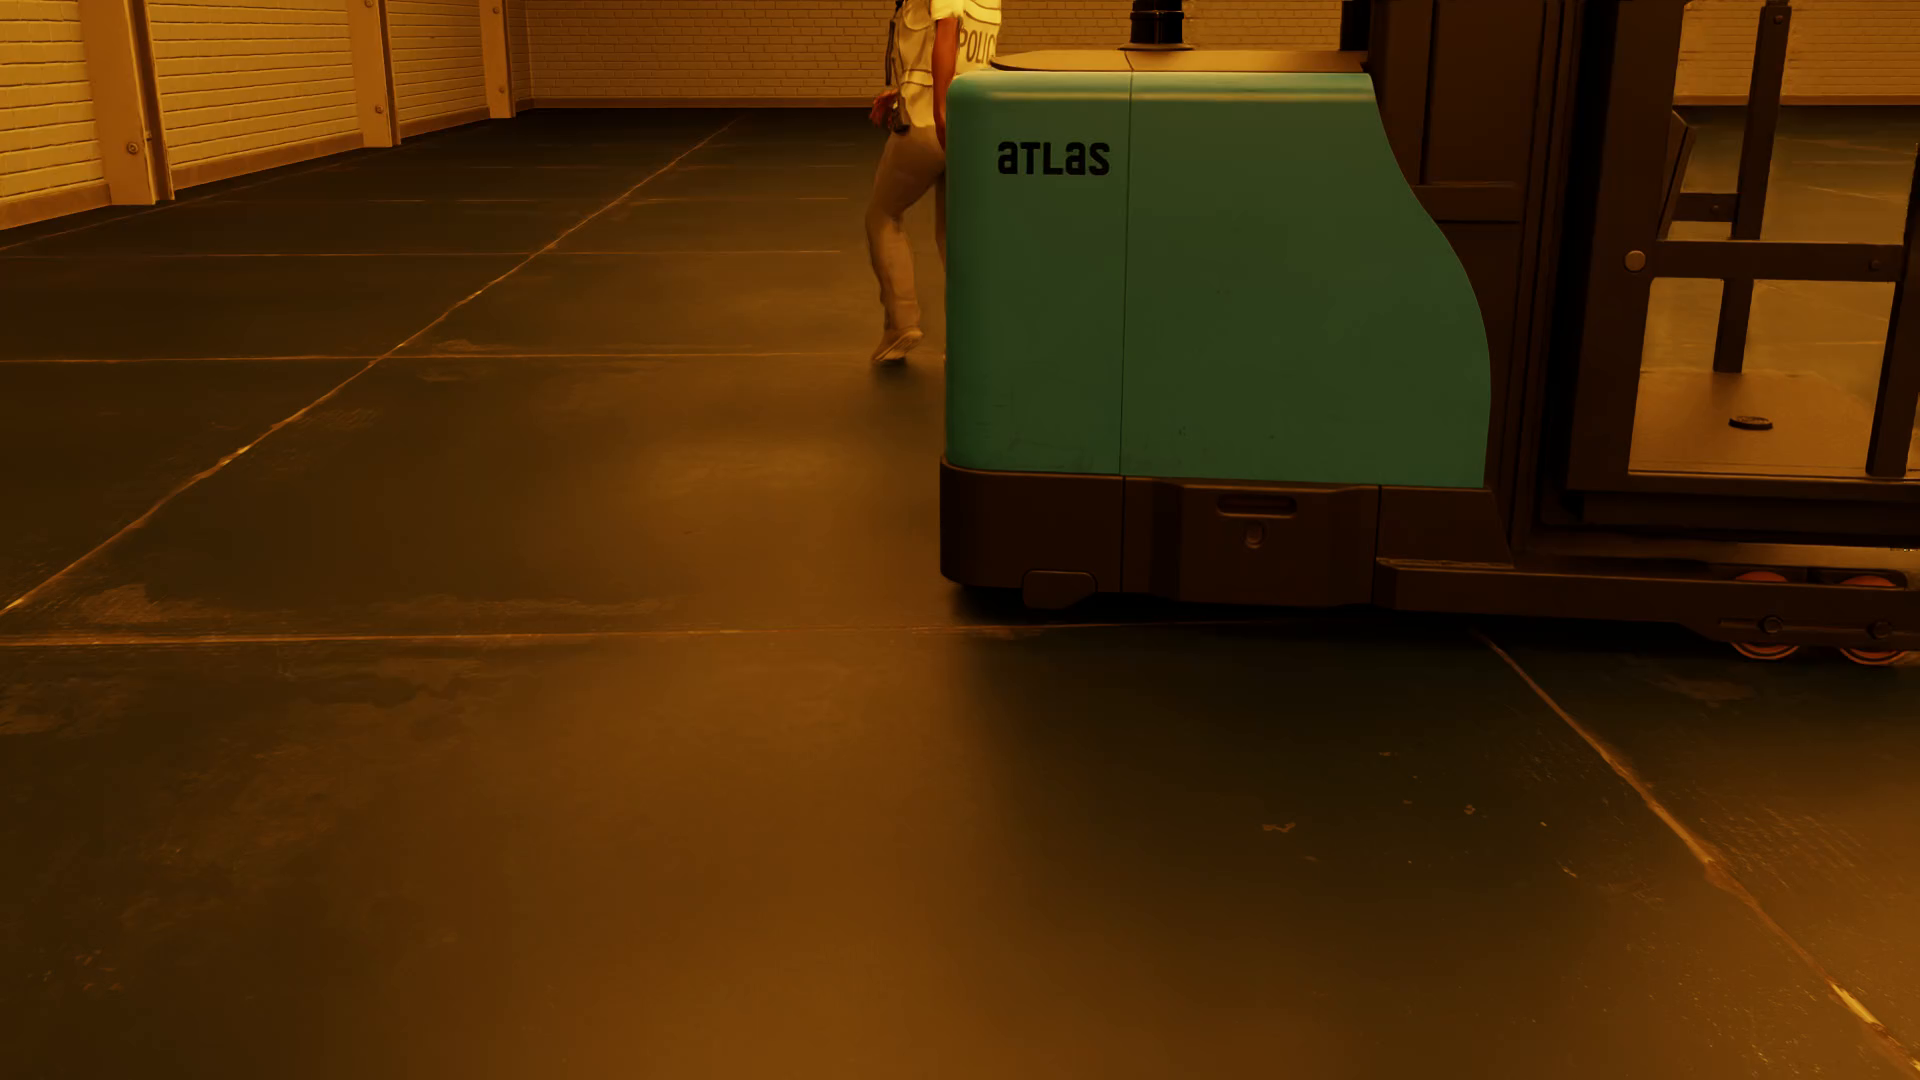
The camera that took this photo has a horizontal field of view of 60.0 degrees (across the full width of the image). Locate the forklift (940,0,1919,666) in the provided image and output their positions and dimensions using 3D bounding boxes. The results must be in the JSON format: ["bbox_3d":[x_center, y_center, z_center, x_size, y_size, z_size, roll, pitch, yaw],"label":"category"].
[{"bbox_3d":[1.519,-1.331,3.258,3.031,2.935,1.130,2,17,8],"label":"forklift"}]

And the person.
[{"bbox_3d":[-0.054,-1.364,5.755,0.542,1.663,0.744,-13,21,-37],"label":"person"}]
